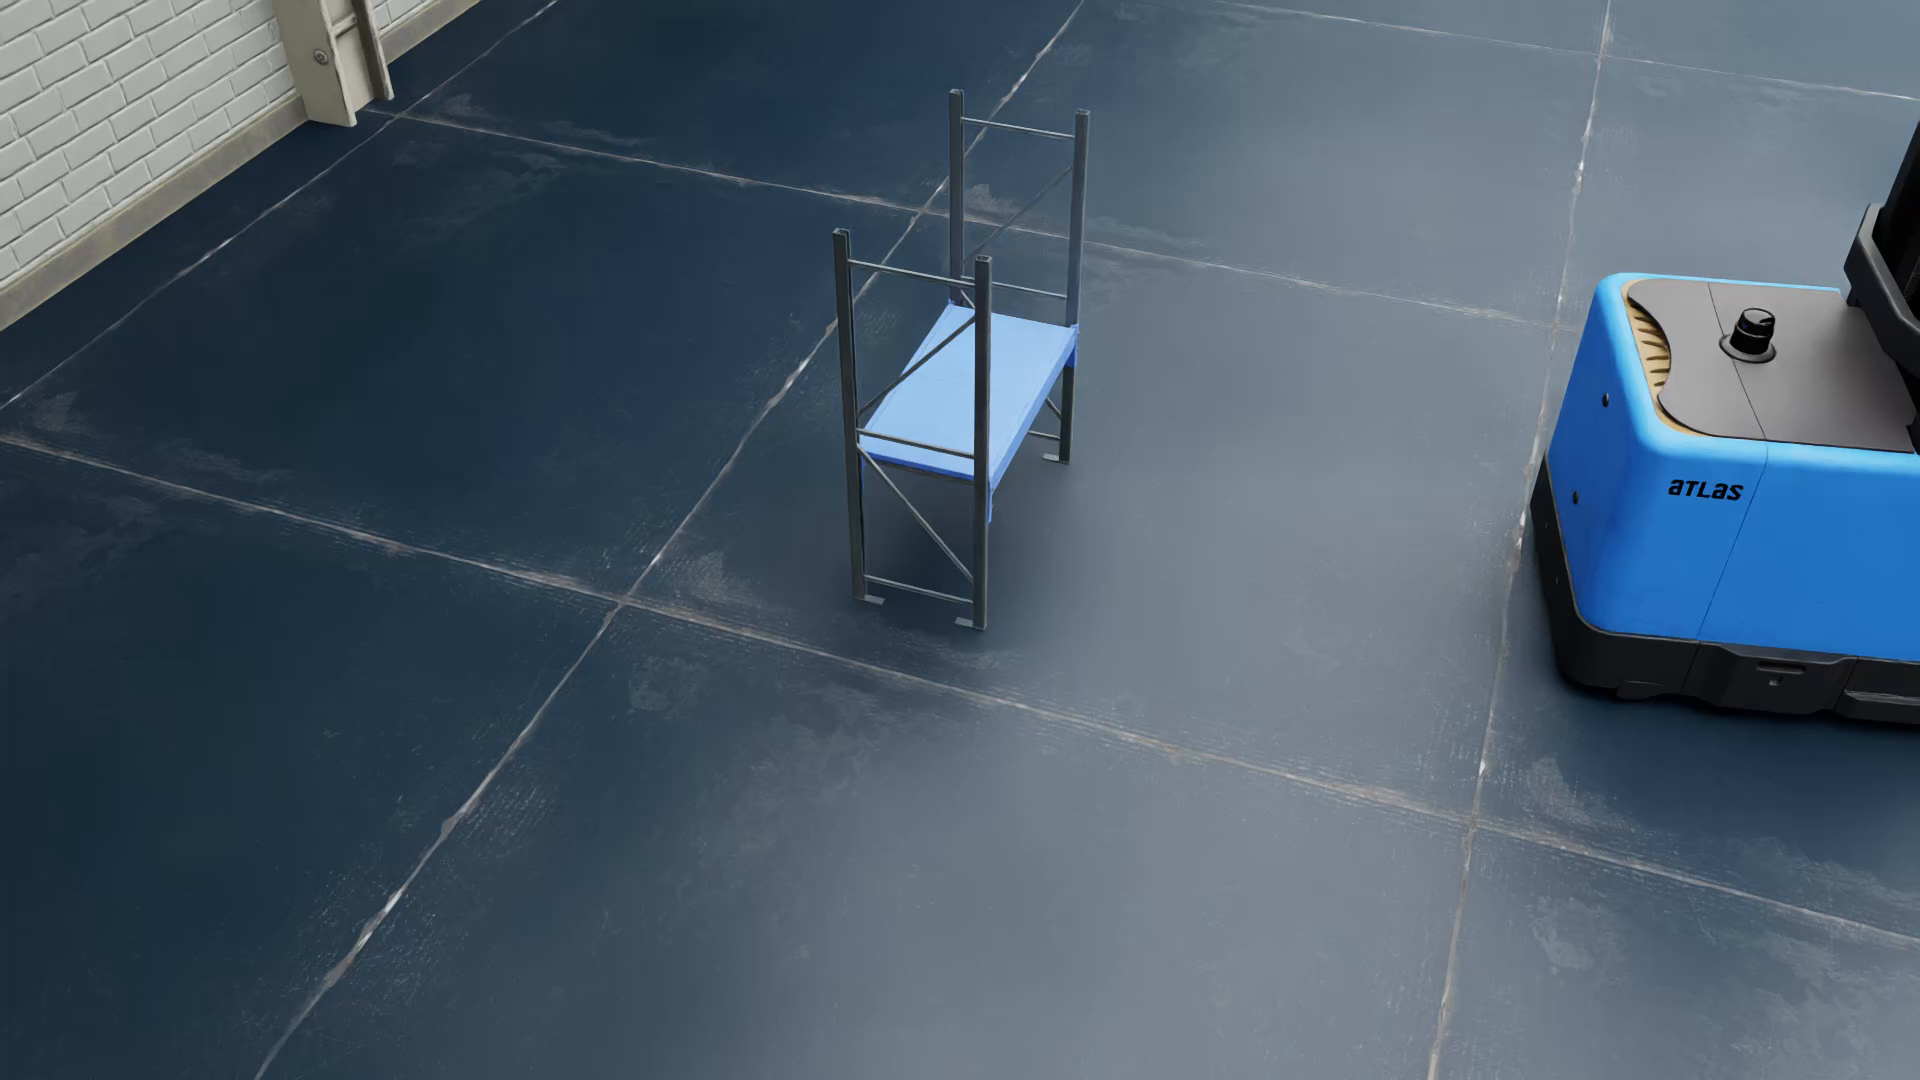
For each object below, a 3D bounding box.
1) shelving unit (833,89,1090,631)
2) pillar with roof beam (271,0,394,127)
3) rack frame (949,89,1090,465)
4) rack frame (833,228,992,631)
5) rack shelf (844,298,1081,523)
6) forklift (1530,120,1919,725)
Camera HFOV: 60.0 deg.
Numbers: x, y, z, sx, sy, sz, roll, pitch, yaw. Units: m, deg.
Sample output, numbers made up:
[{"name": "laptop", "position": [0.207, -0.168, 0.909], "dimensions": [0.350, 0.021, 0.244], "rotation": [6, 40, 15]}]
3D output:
[{"name": "shelving unit", "position": [0.029, -0.623, 5.824], "dimensions": [0.538, 1.500, 1.048], "rotation": [13, 42, 15]}, {"name": "pillar with roof beam", "position": [0.743, -4.810, 4.954], "dimensions": [9.100, 9.000, 0.400], "rotation": [13, 42, 15]}, {"name": "rack frame", "position": [0.203, -0.933, 6.188], "dimensions": [0.500, 1.500, 0.032], "rotation": [13, 42, 15]}, {"name": "rack frame", "position": [-0.145, -0.313, 5.461], "dimensions": [0.500, 1.500, 0.032], "rotation": [13, 42, 15]}, {"name": "rack shelf", "position": [0.029, -0.486, 5.941], "dimensions": [0.538, 0.185, 1.000], "rotation": [13, 42, 15]}, {"name": "forklift", "position": [3.592, -0.775, 4.900], "dimensions": [3.031, 2.935, 1.130], "rotation": [5, 41, 6]}]
